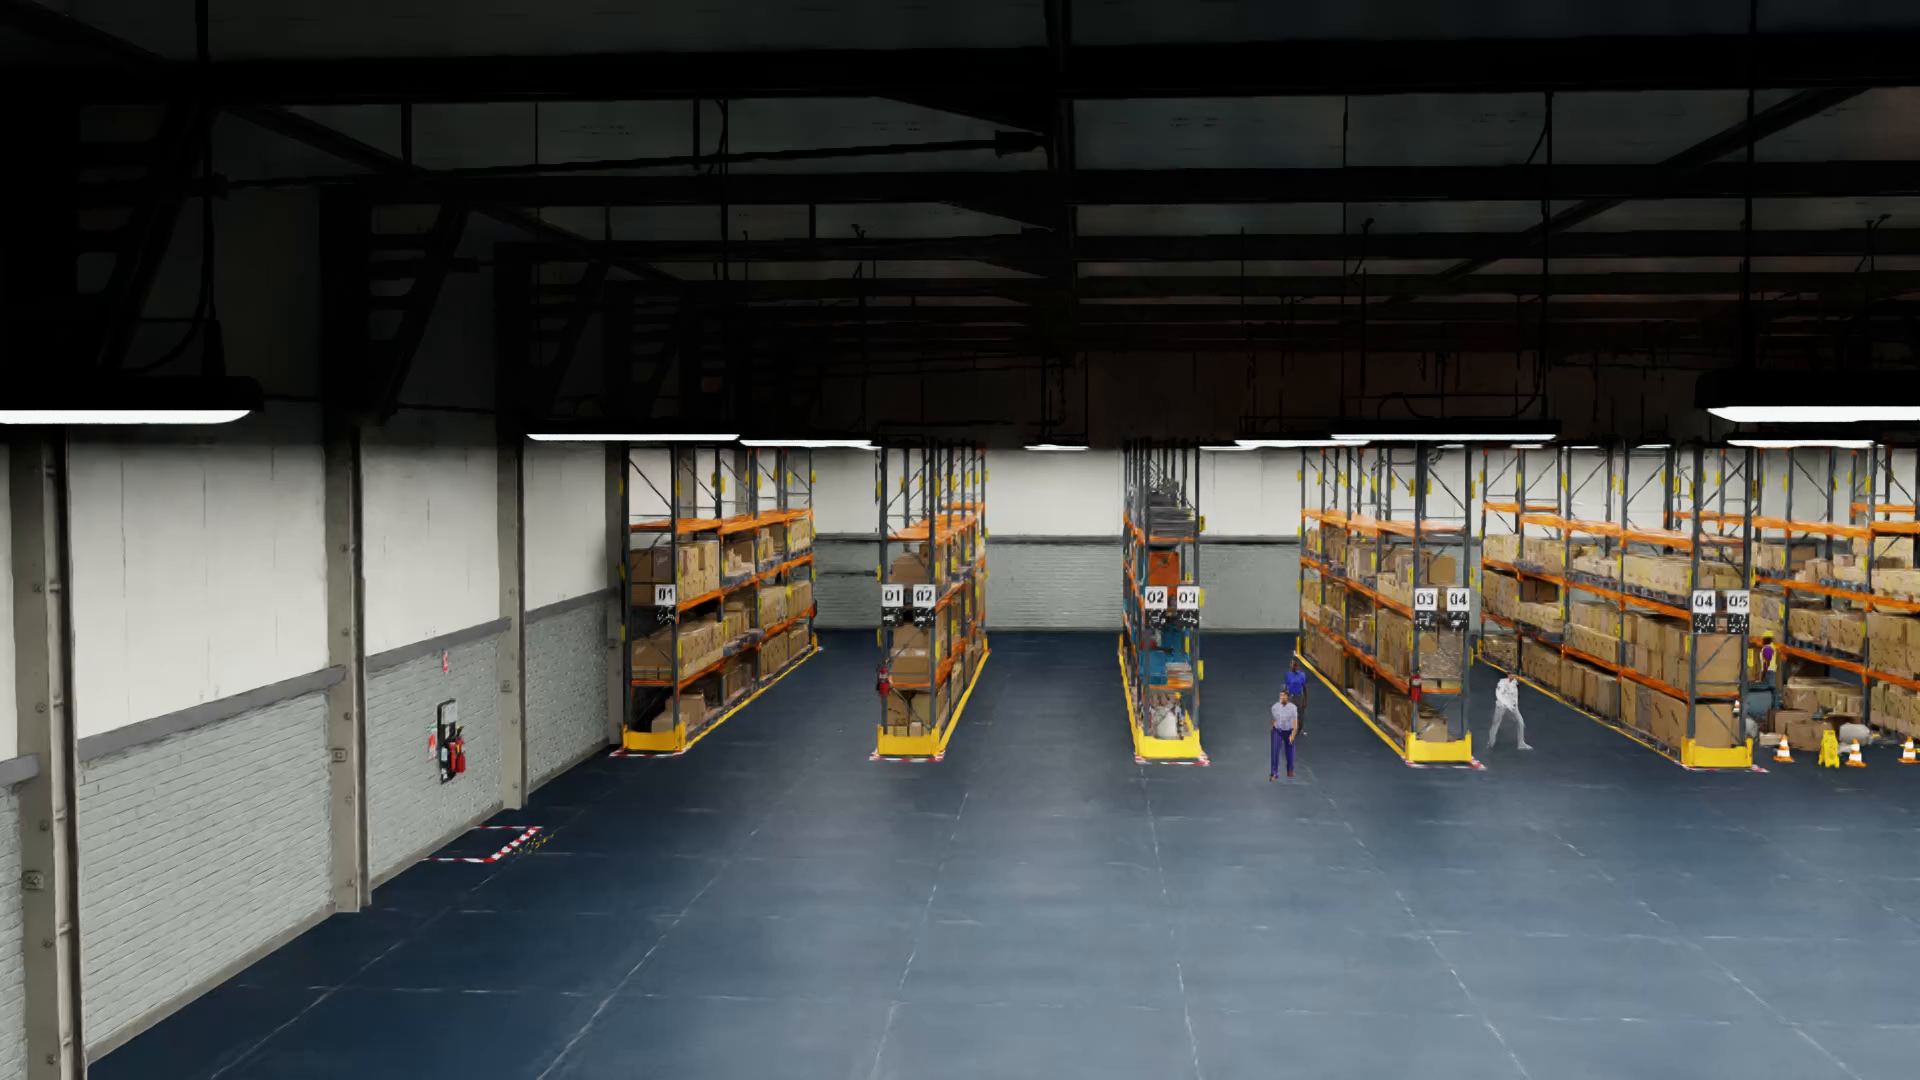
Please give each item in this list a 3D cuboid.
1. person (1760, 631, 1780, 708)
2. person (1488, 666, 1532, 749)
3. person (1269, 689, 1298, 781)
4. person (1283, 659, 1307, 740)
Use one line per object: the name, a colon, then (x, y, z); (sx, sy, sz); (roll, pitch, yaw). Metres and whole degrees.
person: (17.704, 2.874, 36.512); (0.585, 1.763, 0.682); (2, 3, 28)
person: (10.512, 3.204, 31.933); (0.640, 1.613, 0.770); (-1, 3, -15)
person: (5.637, 3.371, 28.893); (0.478, 1.579, 1.004); (1, 3, 14)
person: (6.671, 3.151, 33.035); (0.472, 1.587, 0.914); (1, 3, 20)
